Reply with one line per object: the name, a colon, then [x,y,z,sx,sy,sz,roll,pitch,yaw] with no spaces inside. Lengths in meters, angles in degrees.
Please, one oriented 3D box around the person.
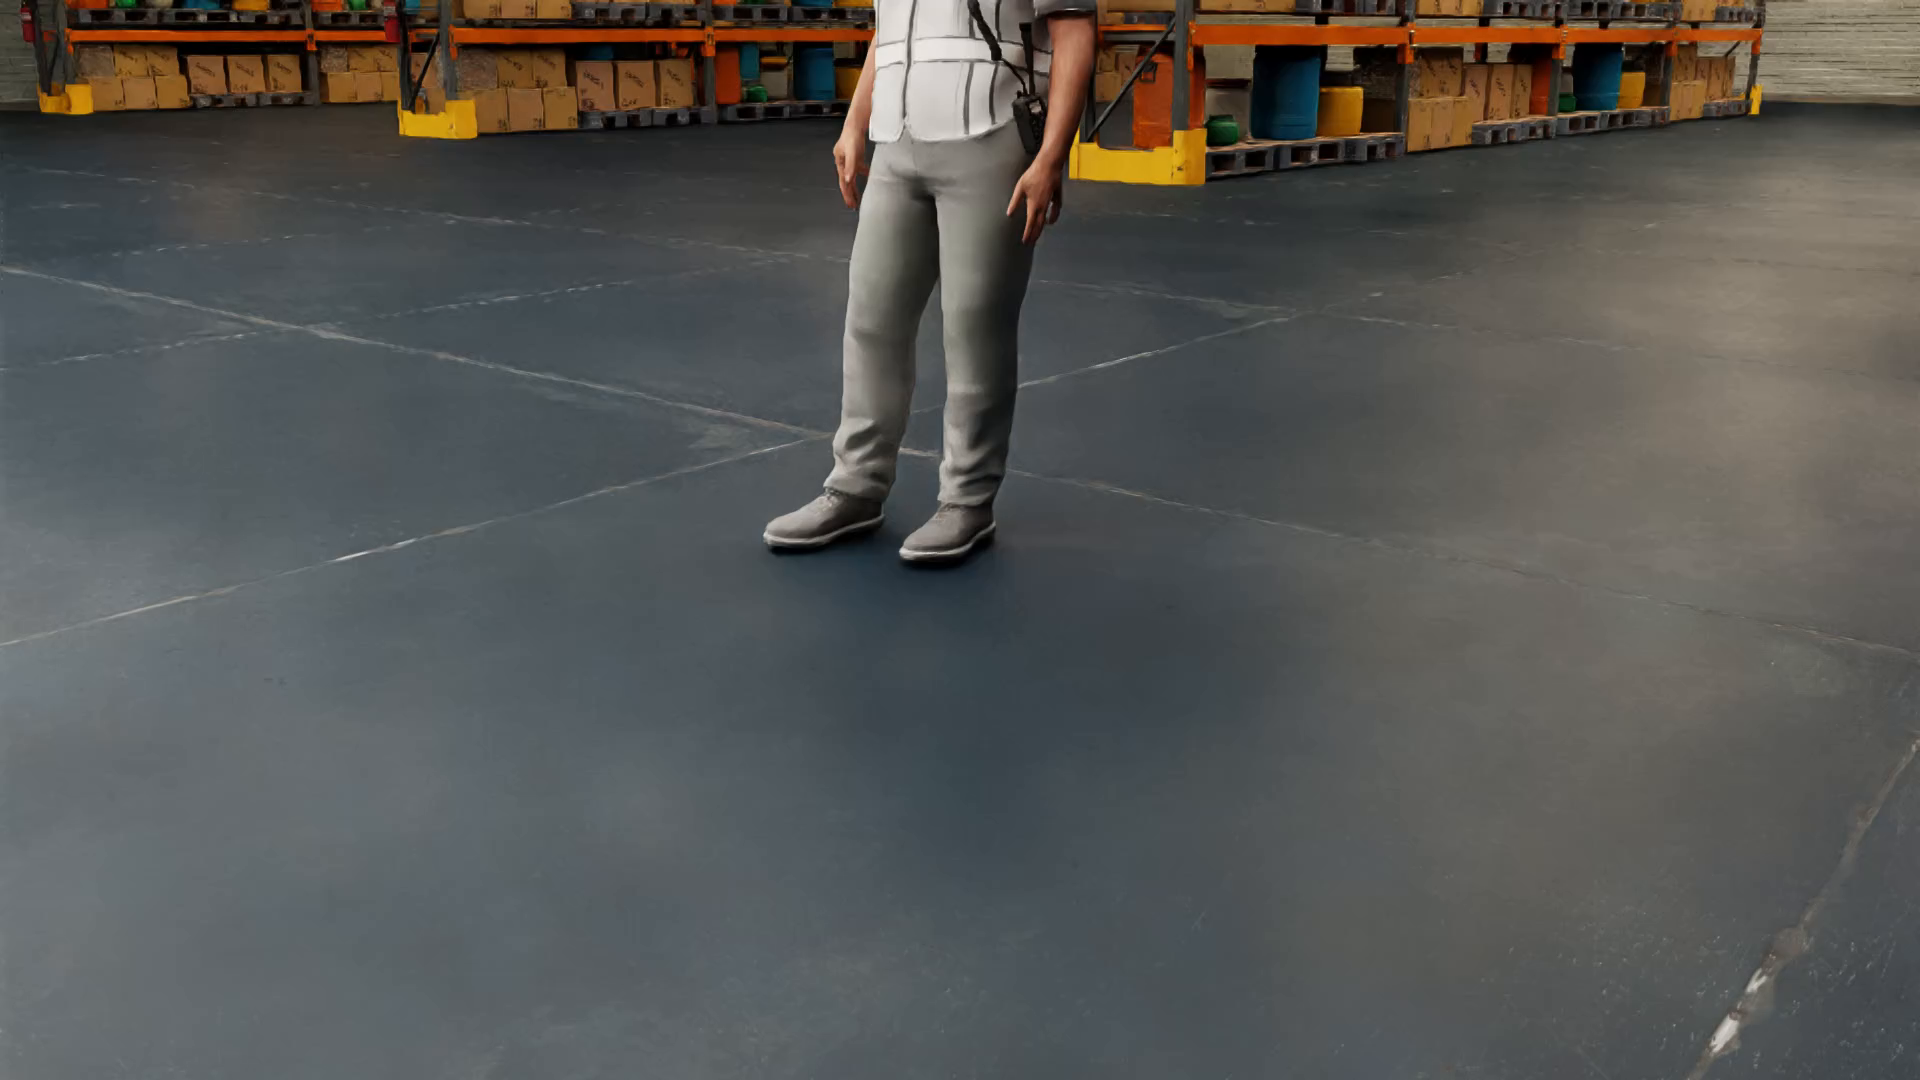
person: [-0.059,-0.841,3.632,0.640,1.773,0.574,13,21,37]
